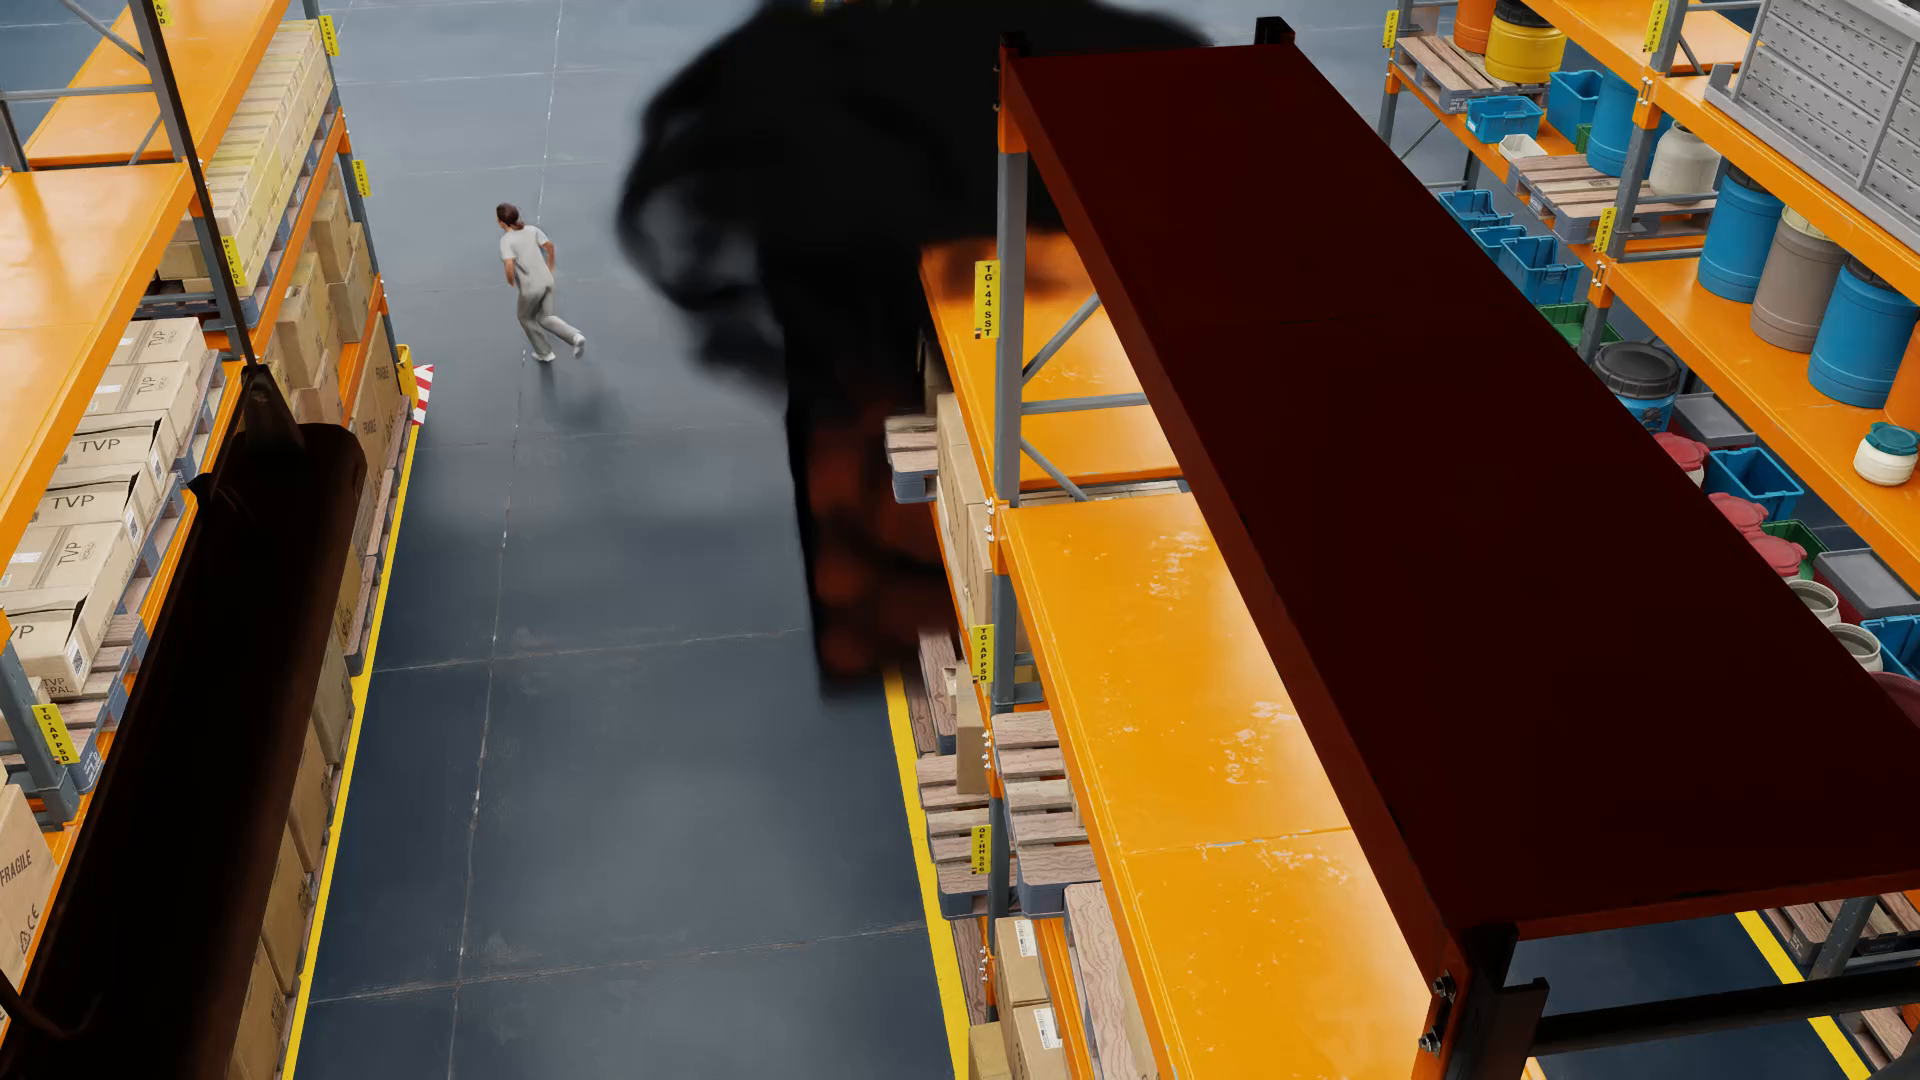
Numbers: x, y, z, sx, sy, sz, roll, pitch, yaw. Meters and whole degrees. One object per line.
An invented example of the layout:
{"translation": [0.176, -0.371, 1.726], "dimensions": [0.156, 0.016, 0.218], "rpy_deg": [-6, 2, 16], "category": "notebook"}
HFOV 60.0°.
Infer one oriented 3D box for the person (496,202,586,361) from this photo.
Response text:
{"translation": [-3.819, -2.257, 15.218], "dimensions": [0.838, 1.619, 0.563], "rpy_deg": [18, 40, 23], "category": "person"}
